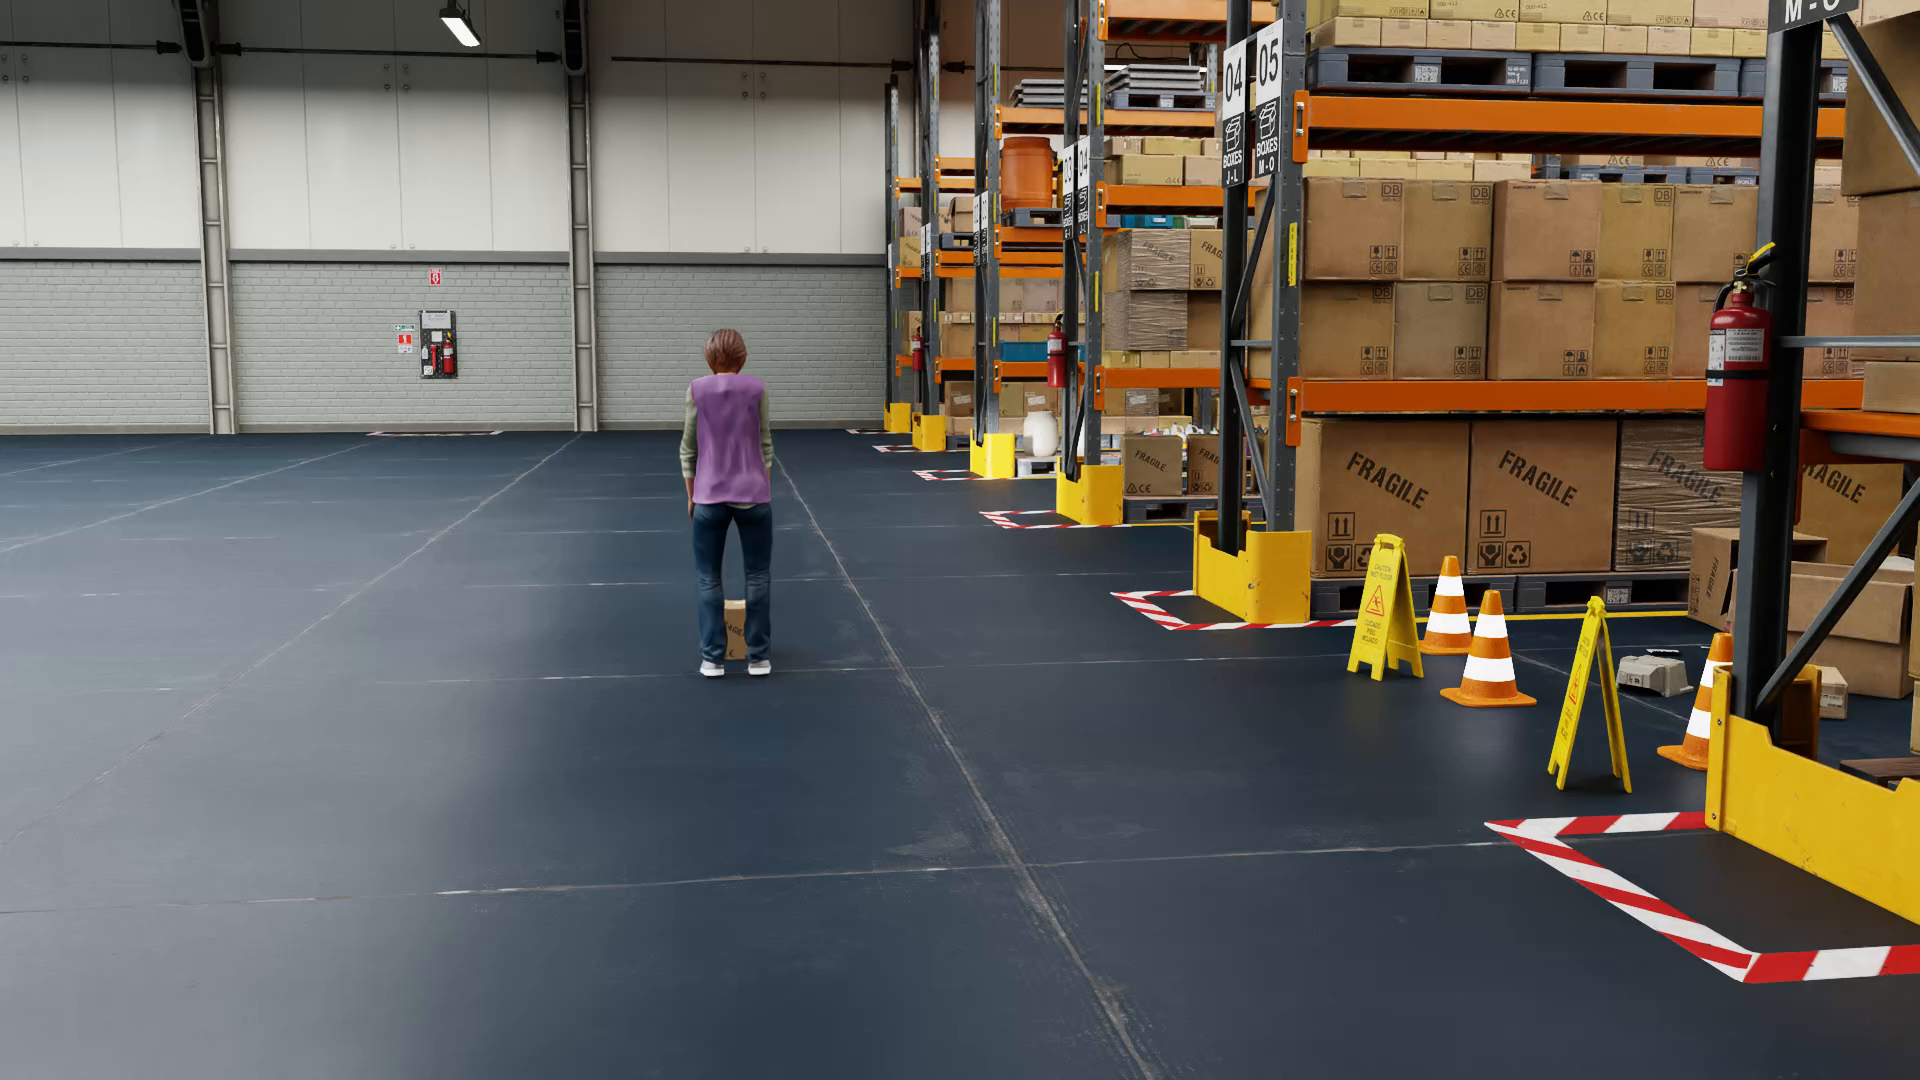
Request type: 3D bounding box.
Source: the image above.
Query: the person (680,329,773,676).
[{"bbox_3d":[-1.053,-0.162,7.524,0.417,1.578,0.341,-1,7,-7],"label":"person"}]
